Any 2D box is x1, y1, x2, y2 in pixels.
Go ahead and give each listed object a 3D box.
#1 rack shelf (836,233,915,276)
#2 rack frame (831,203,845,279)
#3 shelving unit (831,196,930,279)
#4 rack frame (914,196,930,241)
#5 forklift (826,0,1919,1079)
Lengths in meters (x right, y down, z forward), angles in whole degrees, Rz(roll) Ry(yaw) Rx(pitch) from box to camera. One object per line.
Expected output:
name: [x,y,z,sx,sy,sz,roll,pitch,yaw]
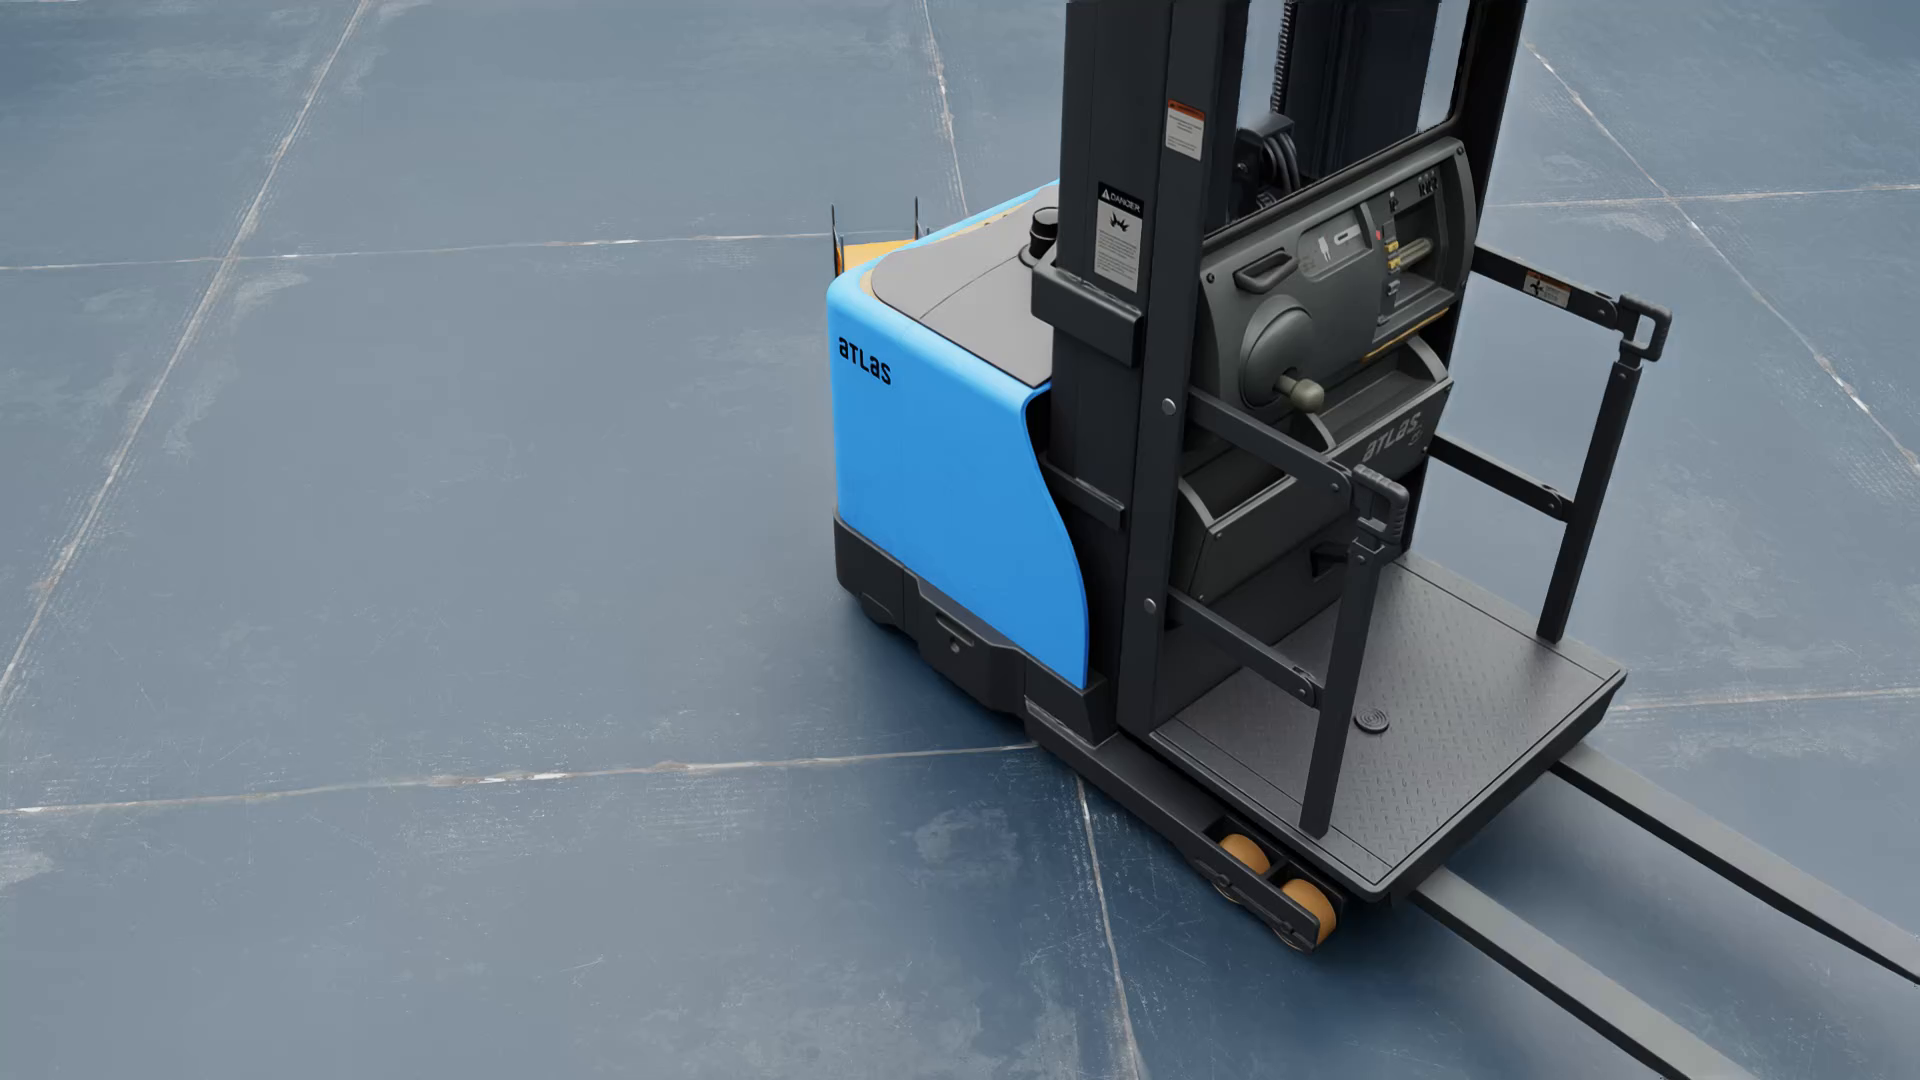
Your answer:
rack shelf: [-0.229,-0.724,4.879,0.240,0.259,0.215,-7,39,-9]
rack frame: [-0.348,-0.495,5.029,0.008,1.050,0.200,-7,39,-9]
shelving unit: [-0.229,-0.510,5.048,0.252,1.050,0.215,-7,39,-9]
rack frame: [-0.109,-0.525,5.068,0.008,1.050,0.200,-7,39,-9]
forklift: [0.995,-0.528,3.553,1.130,2.935,3.031,-30,47,-32]
